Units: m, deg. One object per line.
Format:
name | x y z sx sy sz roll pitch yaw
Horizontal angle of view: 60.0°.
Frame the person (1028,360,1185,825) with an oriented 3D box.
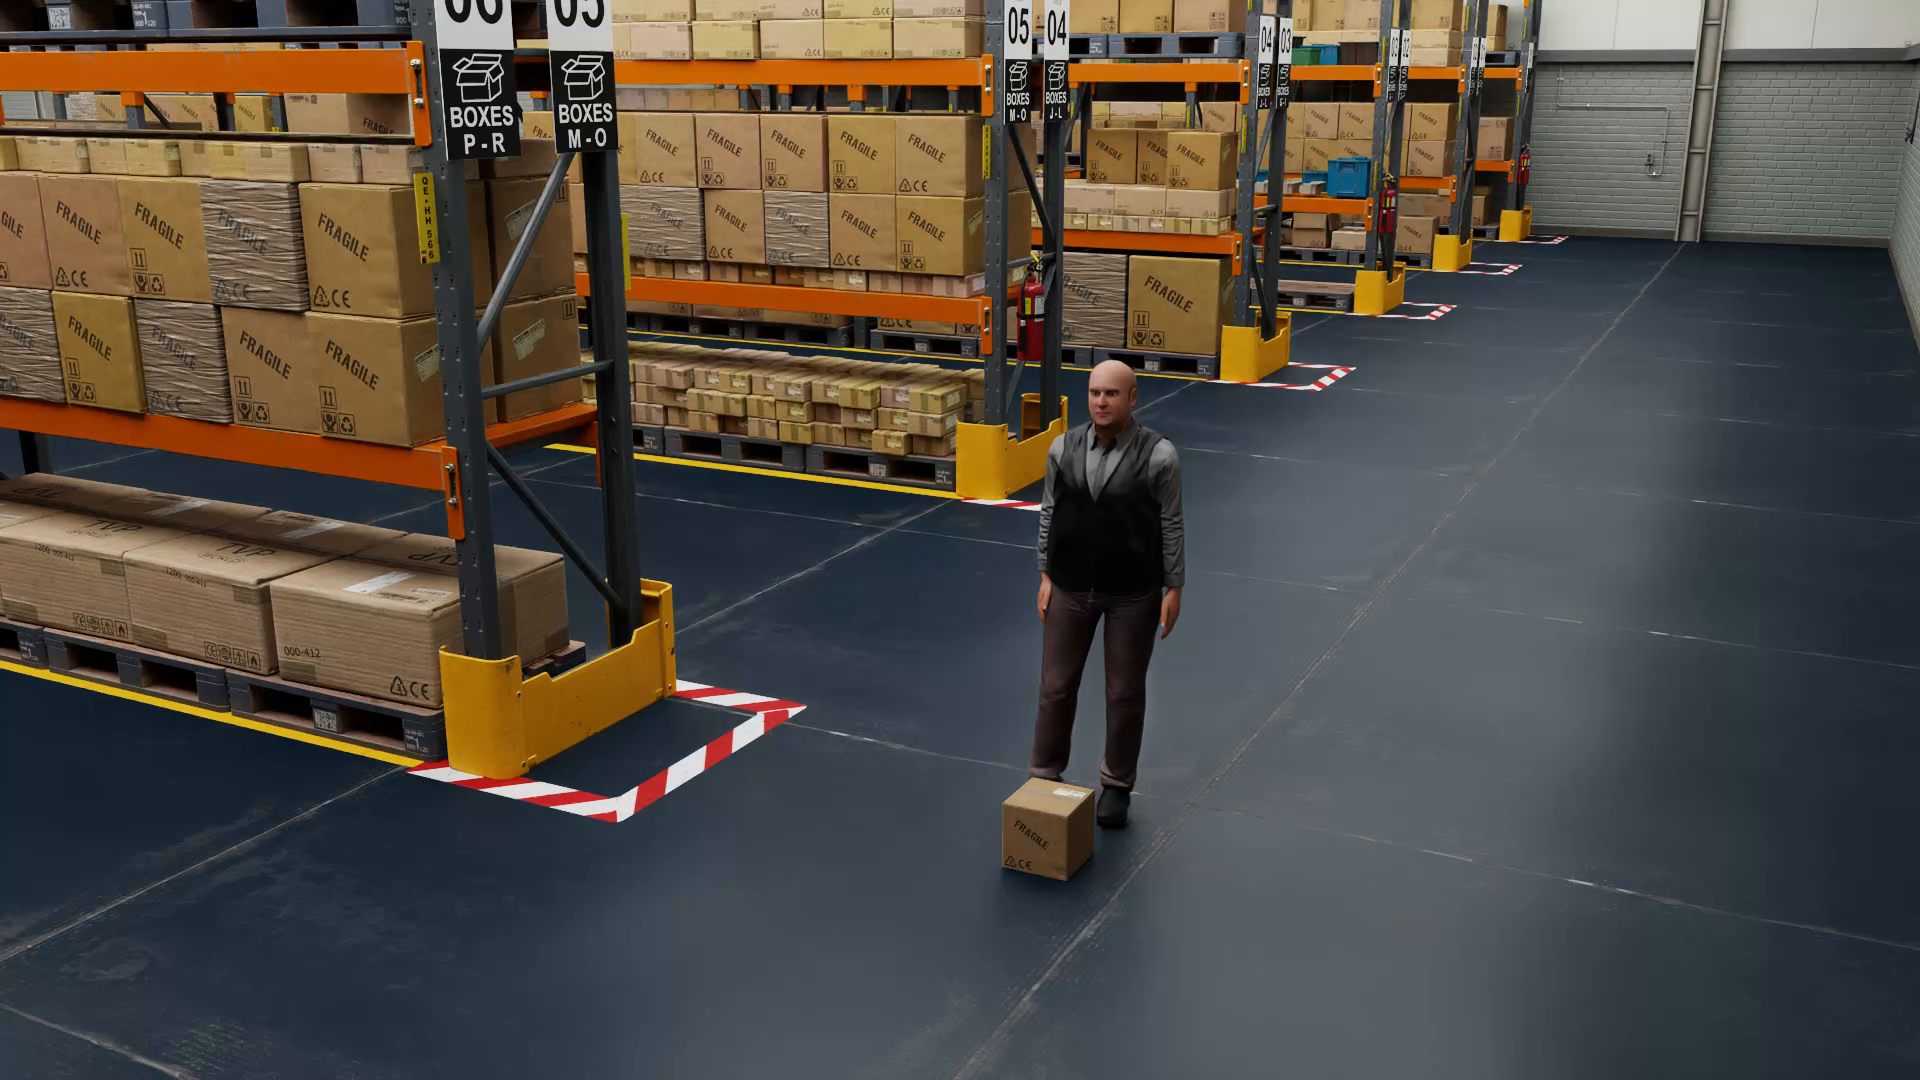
person | 0.537 0.199 6.124 0.572 1.721 0.402 6 17 20
